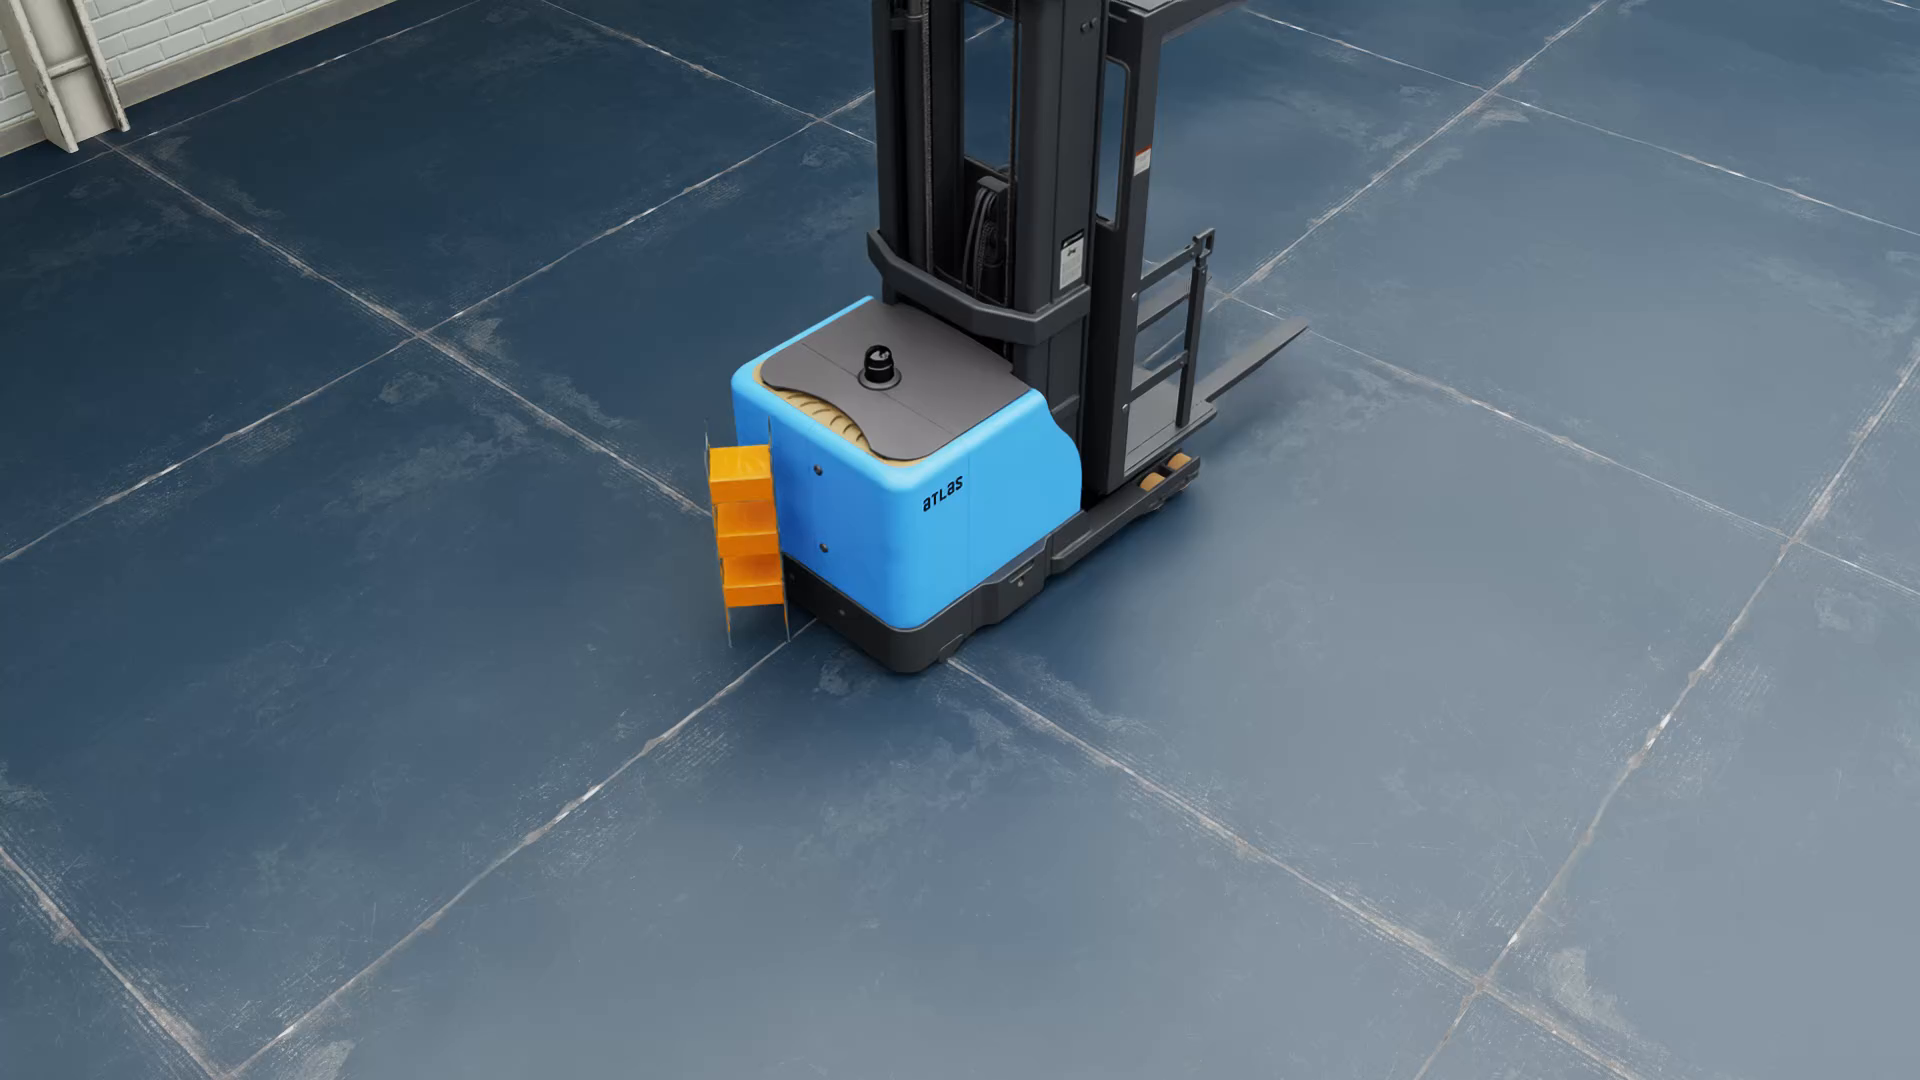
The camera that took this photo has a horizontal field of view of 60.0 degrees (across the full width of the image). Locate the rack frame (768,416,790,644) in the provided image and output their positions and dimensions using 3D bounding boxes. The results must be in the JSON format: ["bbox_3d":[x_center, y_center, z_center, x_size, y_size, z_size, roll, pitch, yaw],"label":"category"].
[{"bbox_3d":[-0.726,-0.022,6.676,0.008,1.050,0.200,-4,42,-5],"label":"rack frame"}]

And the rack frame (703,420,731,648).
[{"bbox_3d":[-0.968,-0.004,6.656,0.008,1.050,0.200,-4,42,-5],"label":"rack frame"}]

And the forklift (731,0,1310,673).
[{"bbox_3d":[0.460,-1.440,6.837,1.130,2.935,3.031,33,52,31],"label":"forklift"}]

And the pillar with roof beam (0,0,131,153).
[{"bbox_3d":[-2.040,-3.957,5.095,9.100,9.000,0.400,29,50,28],"label":"pillar with roof beam"}]

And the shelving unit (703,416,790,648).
[{"bbox_3d":[-0.847,-0.013,6.666,0.252,1.050,0.215,-4,42,-5],"label":"shelving unit"}]

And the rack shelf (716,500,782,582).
[{"bbox_3d":[-0.847,-0.005,6.673,0.240,0.259,0.215,-4,42,-5],"label":"rack shelf"}]

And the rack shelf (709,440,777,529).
[{"bbox_3d":[-0.847,-0.215,6.482,0.240,0.259,0.215,-4,42,-5],"label":"rack shelf"}]

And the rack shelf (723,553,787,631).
[{"bbox_3d":[-0.847,0.201,6.860,0.240,0.259,0.215,-4,42,-5],"label":"rack shelf"}]
